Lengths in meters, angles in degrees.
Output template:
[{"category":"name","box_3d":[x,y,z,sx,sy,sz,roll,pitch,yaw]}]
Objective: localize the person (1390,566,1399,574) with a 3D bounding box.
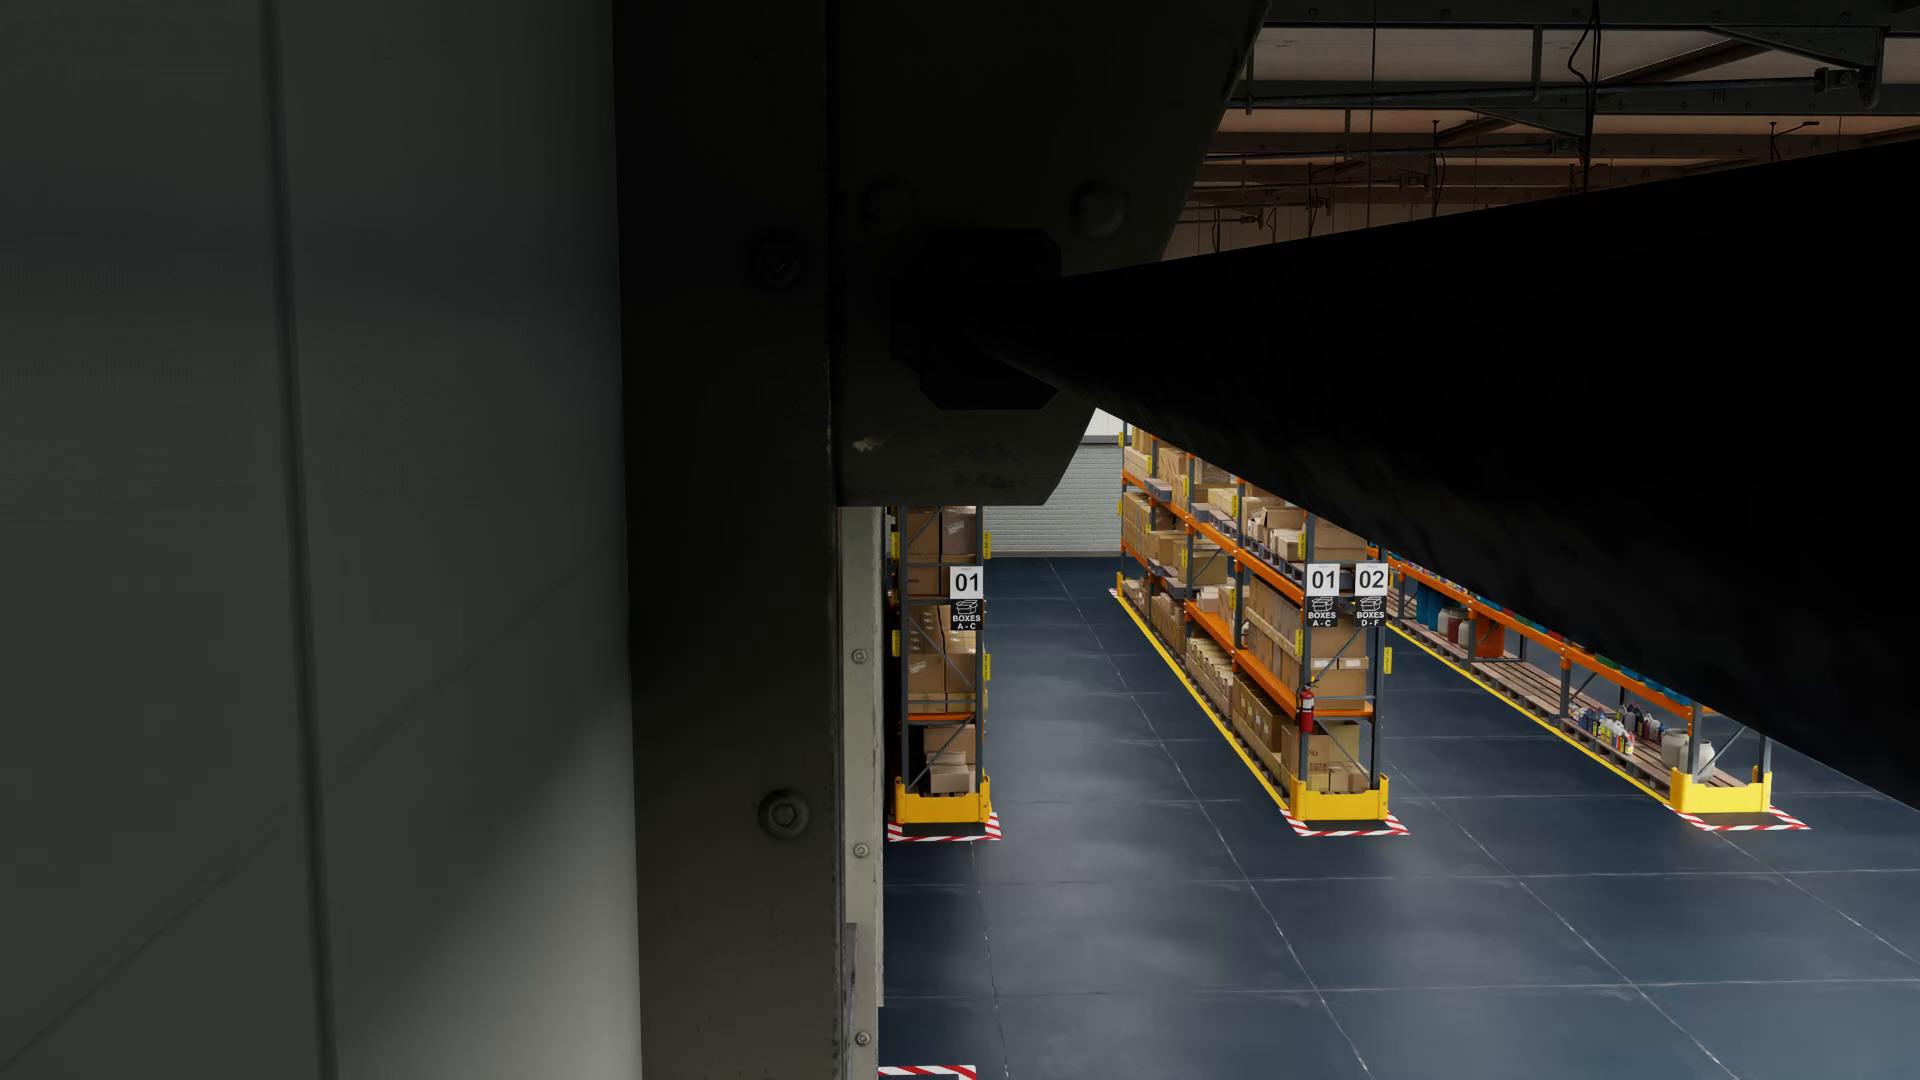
[{"category":"person","box_3d":[10.371,-0.077,39.501,0.576,1.710,1.081,-1,8,-6]}]
